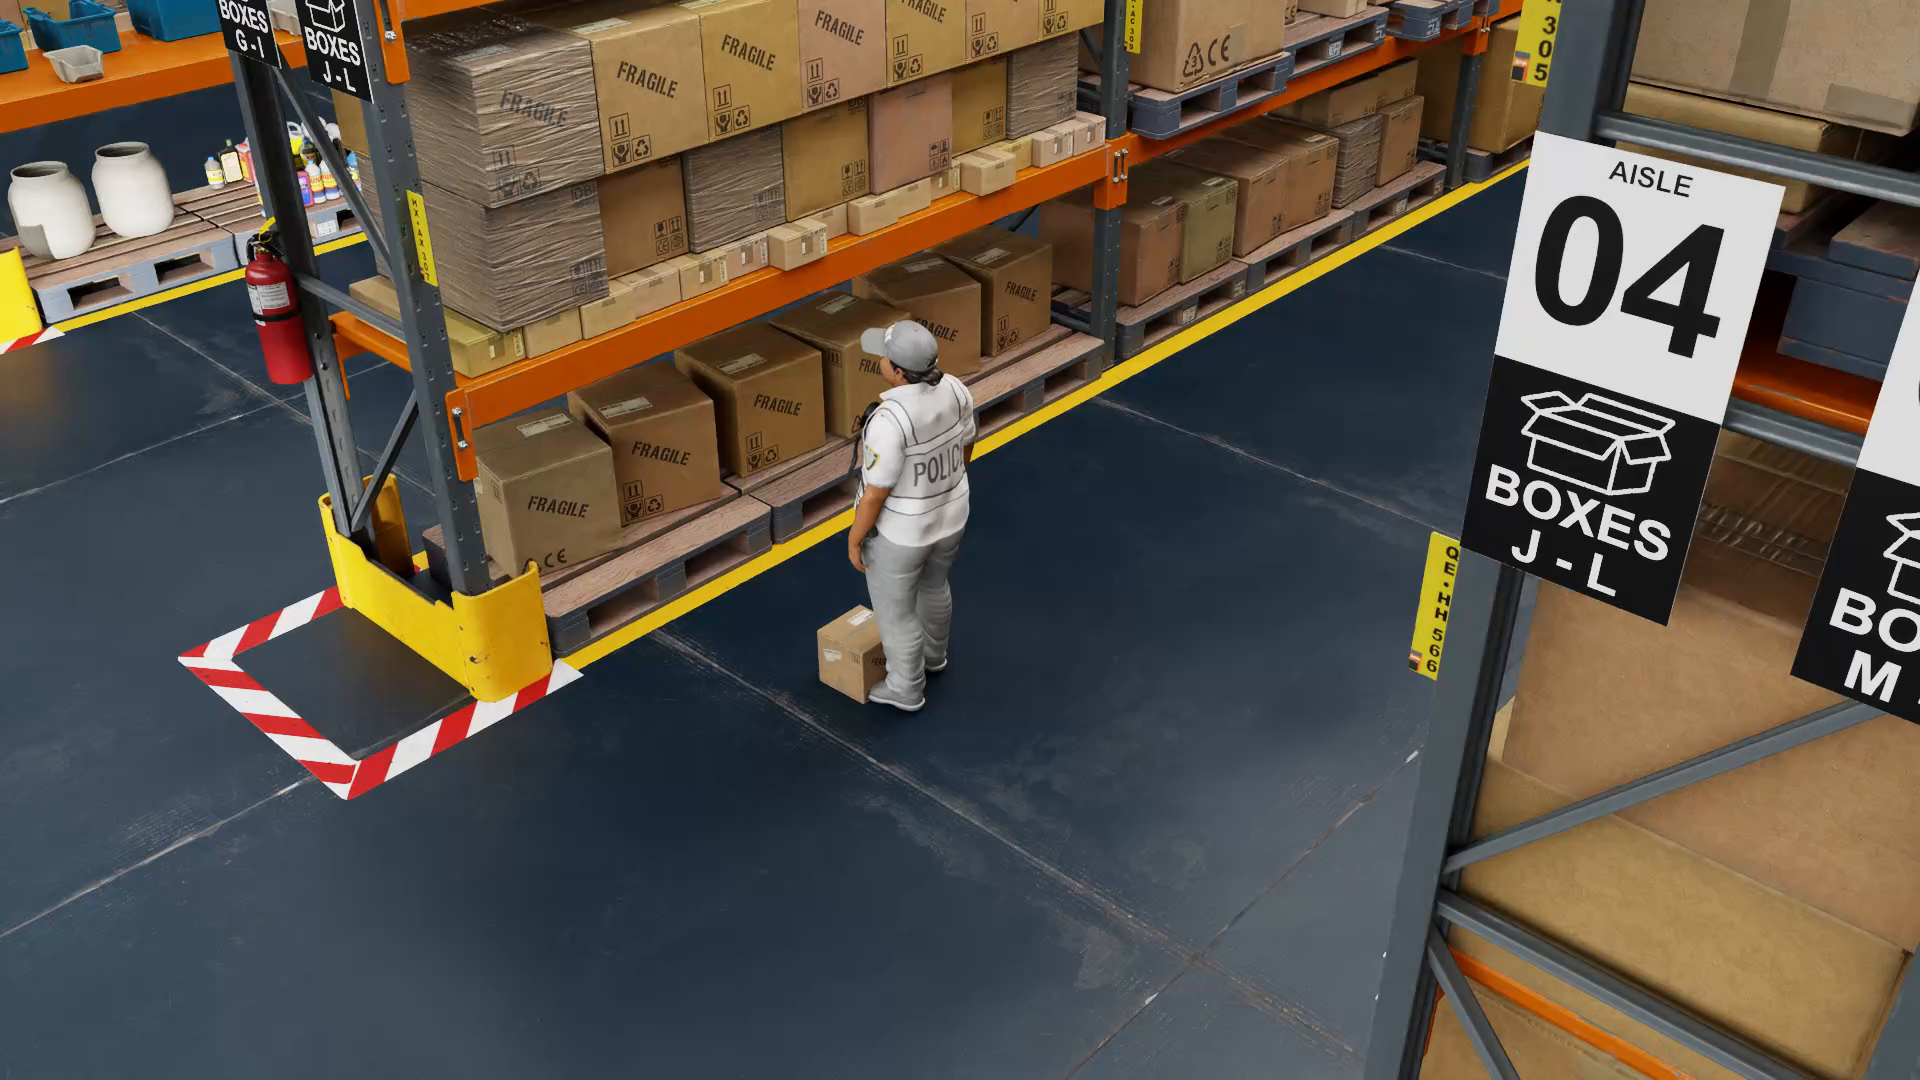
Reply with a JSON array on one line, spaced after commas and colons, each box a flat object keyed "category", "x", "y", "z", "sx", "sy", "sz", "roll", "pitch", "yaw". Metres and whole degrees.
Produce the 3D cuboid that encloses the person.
[{"category": "person", "x": -0.231, "y": -0.101, "z": 6.276, "sx": 0.525, "sy": 1.670, "sz": 0.599, "roll": 25, "pitch": 40, "yaw": 35}]
